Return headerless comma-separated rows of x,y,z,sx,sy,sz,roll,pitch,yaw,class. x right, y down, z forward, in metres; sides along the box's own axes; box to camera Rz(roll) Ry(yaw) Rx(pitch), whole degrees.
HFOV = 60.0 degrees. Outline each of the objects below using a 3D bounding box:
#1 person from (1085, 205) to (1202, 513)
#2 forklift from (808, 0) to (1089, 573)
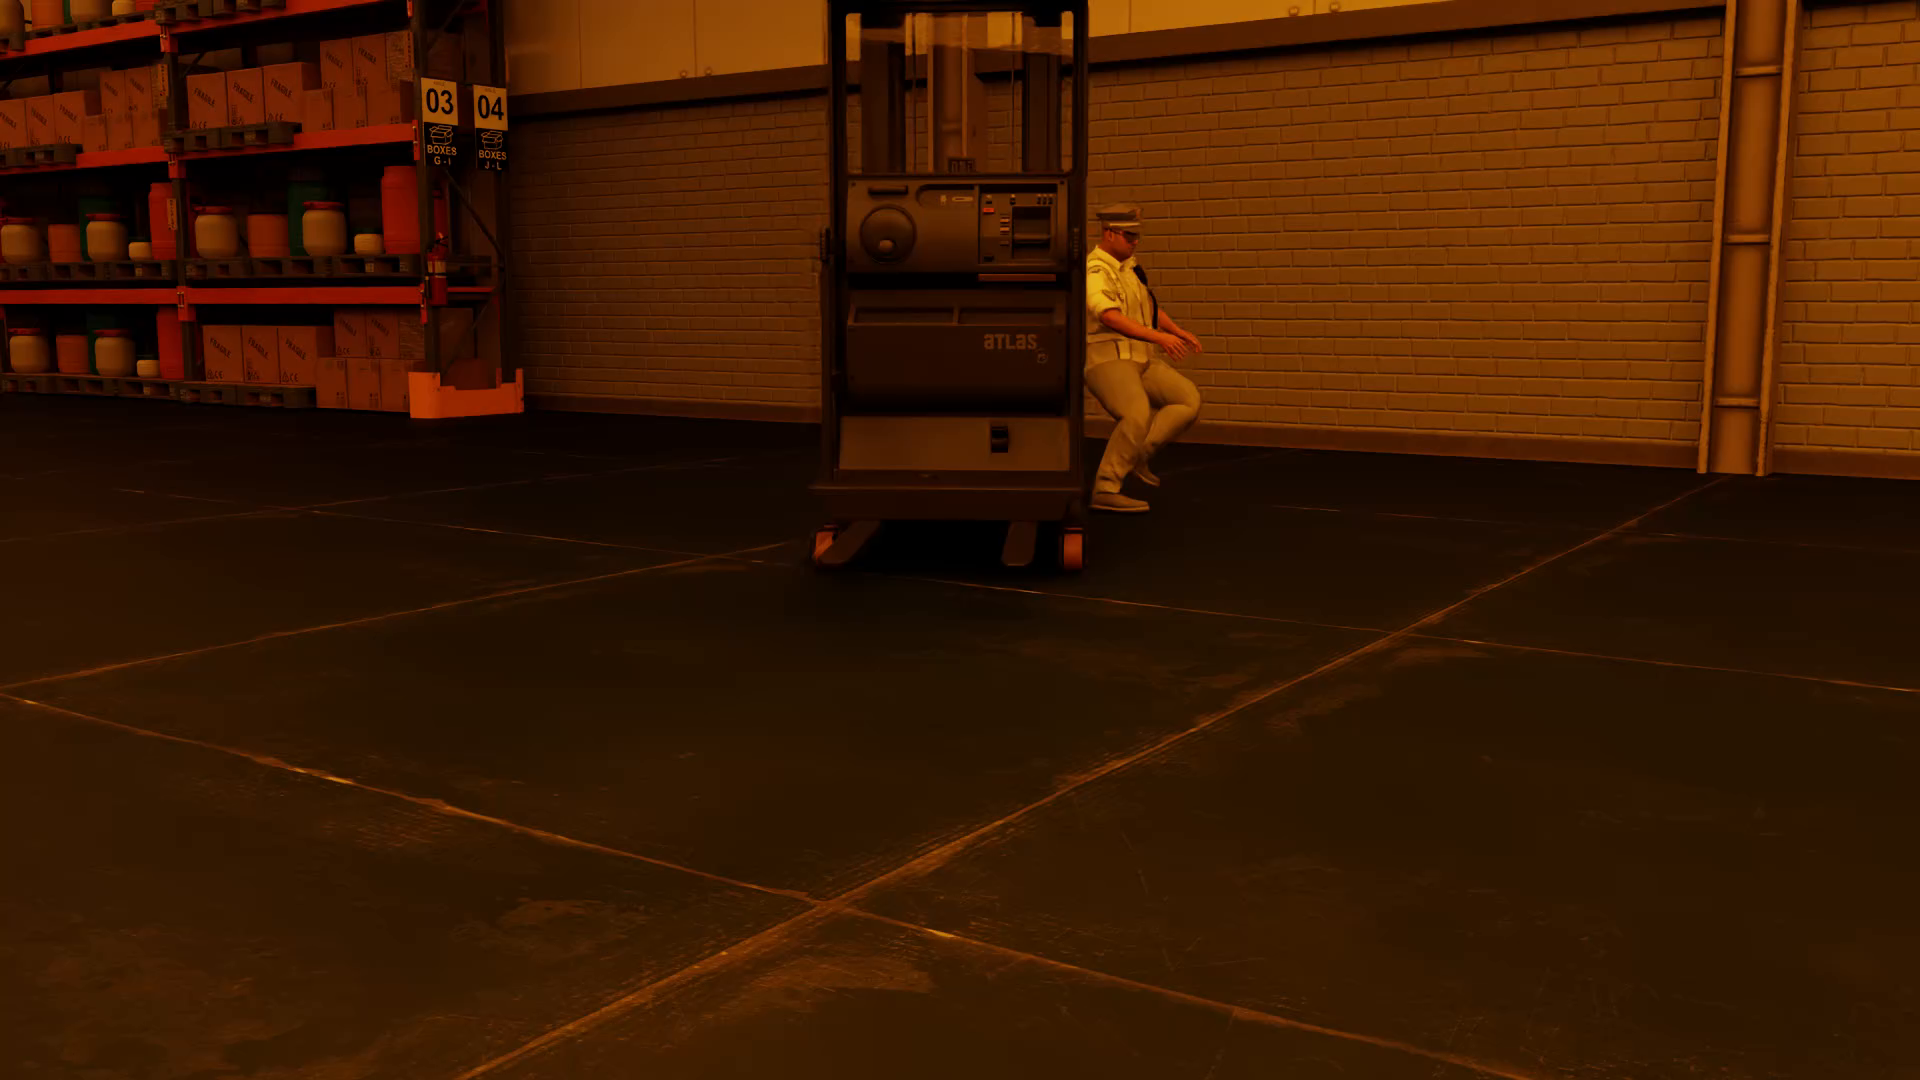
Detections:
0.982,-0.971,8.802,0.760,1.572,0.840,5,10,32,person
-0.024,-1.364,6.786,1.130,2.935,3.031,1,8,4,forklift
